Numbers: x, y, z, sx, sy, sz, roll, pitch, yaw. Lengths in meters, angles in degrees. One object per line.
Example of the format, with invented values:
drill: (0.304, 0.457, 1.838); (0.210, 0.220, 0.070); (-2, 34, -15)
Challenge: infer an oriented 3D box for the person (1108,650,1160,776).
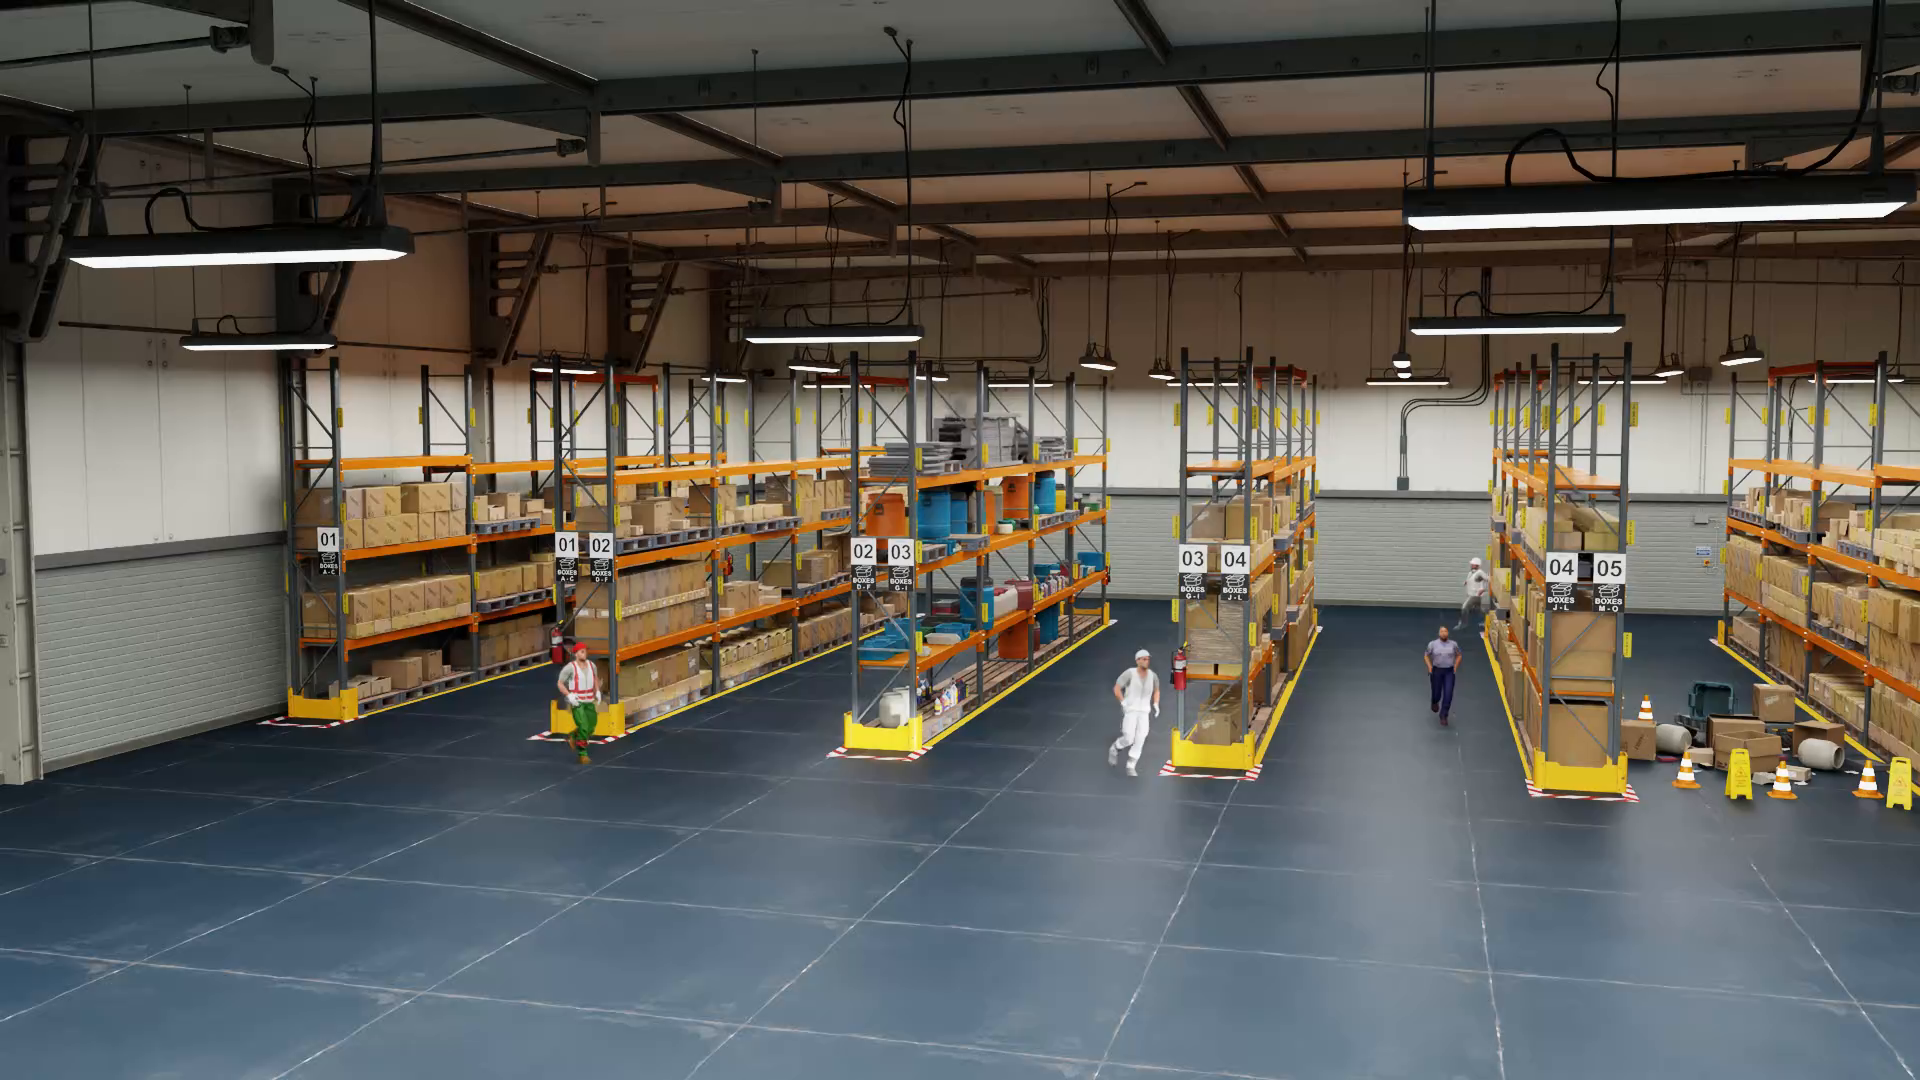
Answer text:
person: (2.509, 2.409, 23.468); (0.702, 1.738, 0.677); (-1, 4, -18)

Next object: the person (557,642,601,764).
person: (-5.569, 2.358, 24.285); (0.670, 1.748, 0.692); (4, 6, 43)

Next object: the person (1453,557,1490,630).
person: (12.151, 1.277, 39.182); (0.891, 1.760, 0.778); (0, 4, 0)

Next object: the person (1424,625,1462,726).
person: (7.939, 2.205, 27.329); (0.609, 1.615, 0.663); (1, 4, 11)
